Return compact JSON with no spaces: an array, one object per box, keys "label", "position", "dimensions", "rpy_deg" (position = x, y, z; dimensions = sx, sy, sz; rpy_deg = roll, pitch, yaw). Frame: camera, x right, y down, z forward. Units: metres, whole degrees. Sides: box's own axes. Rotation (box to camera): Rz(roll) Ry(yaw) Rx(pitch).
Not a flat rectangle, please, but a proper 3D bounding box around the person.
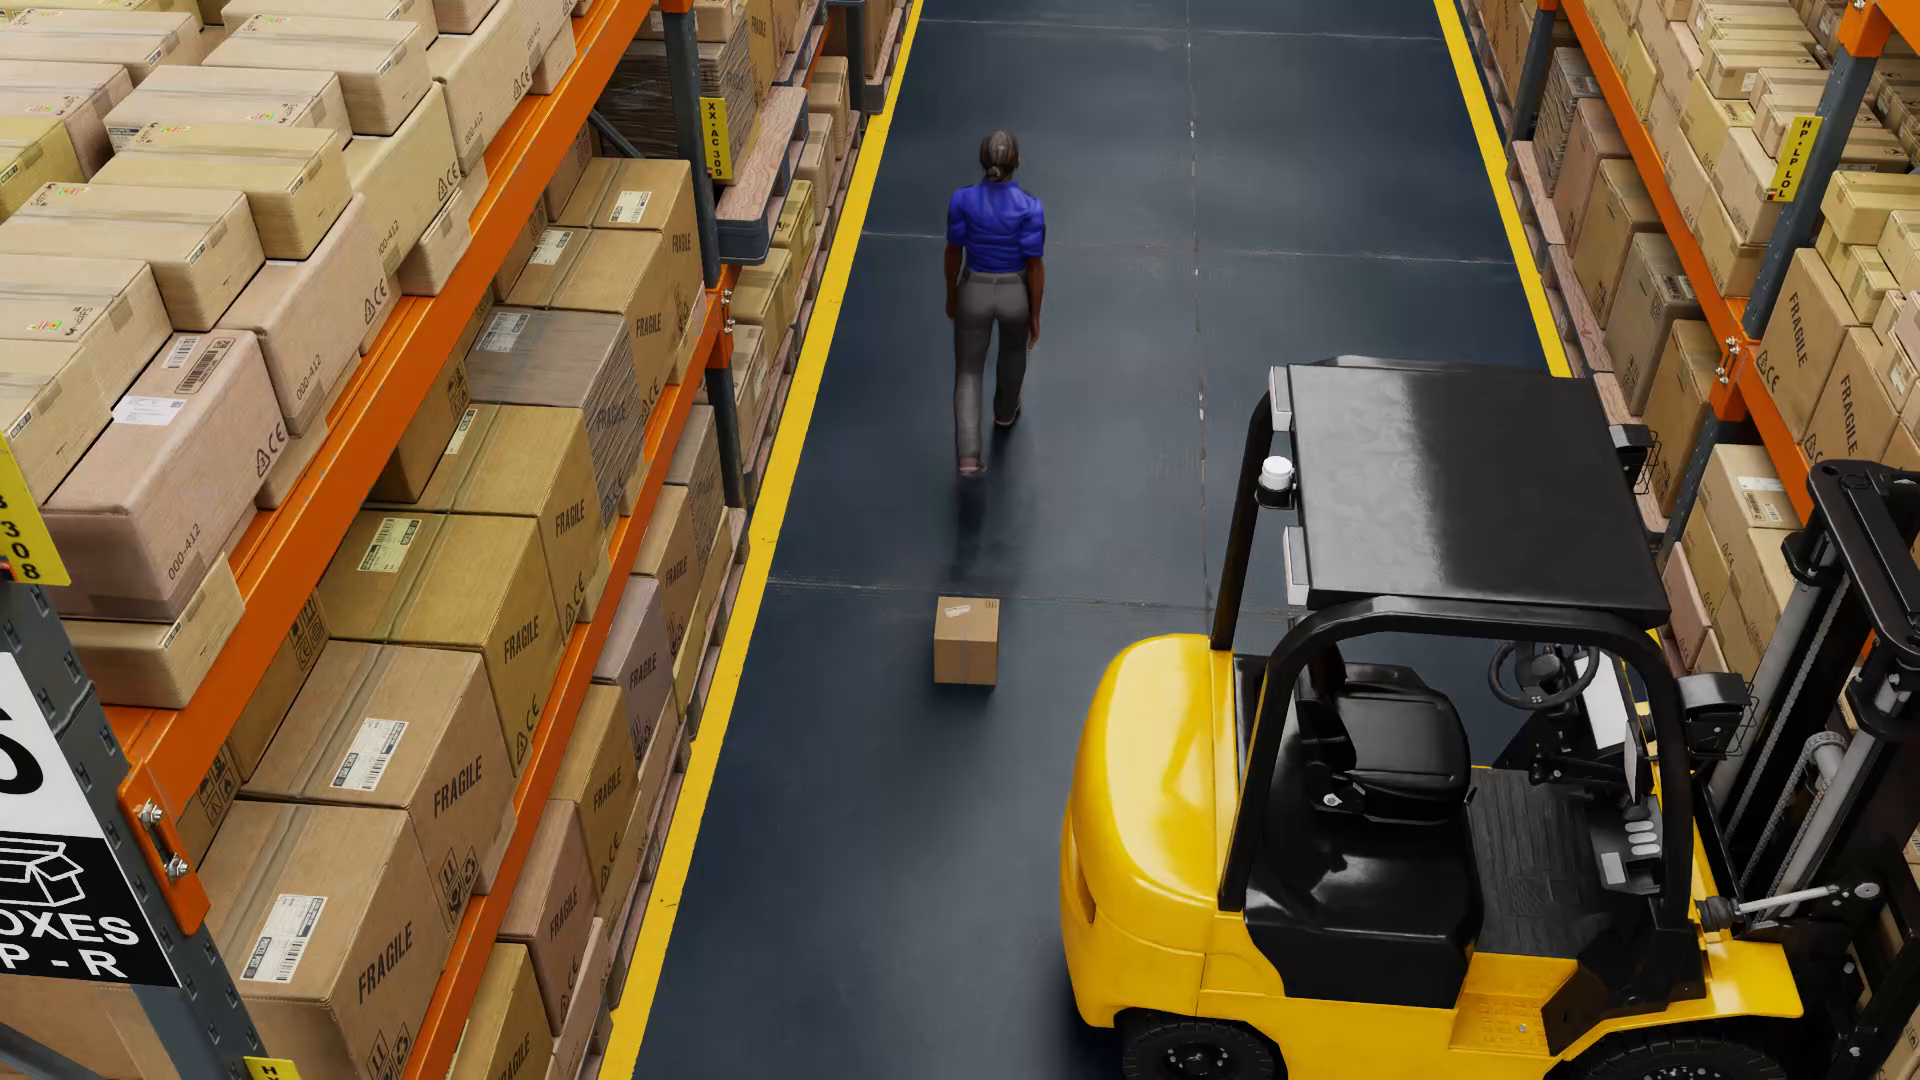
[{"label":"person","position":[0.147,-1.050,7.395],"dimensions":[0.449,1.613,0.932],"rpy_deg":[3,40,4]}]
